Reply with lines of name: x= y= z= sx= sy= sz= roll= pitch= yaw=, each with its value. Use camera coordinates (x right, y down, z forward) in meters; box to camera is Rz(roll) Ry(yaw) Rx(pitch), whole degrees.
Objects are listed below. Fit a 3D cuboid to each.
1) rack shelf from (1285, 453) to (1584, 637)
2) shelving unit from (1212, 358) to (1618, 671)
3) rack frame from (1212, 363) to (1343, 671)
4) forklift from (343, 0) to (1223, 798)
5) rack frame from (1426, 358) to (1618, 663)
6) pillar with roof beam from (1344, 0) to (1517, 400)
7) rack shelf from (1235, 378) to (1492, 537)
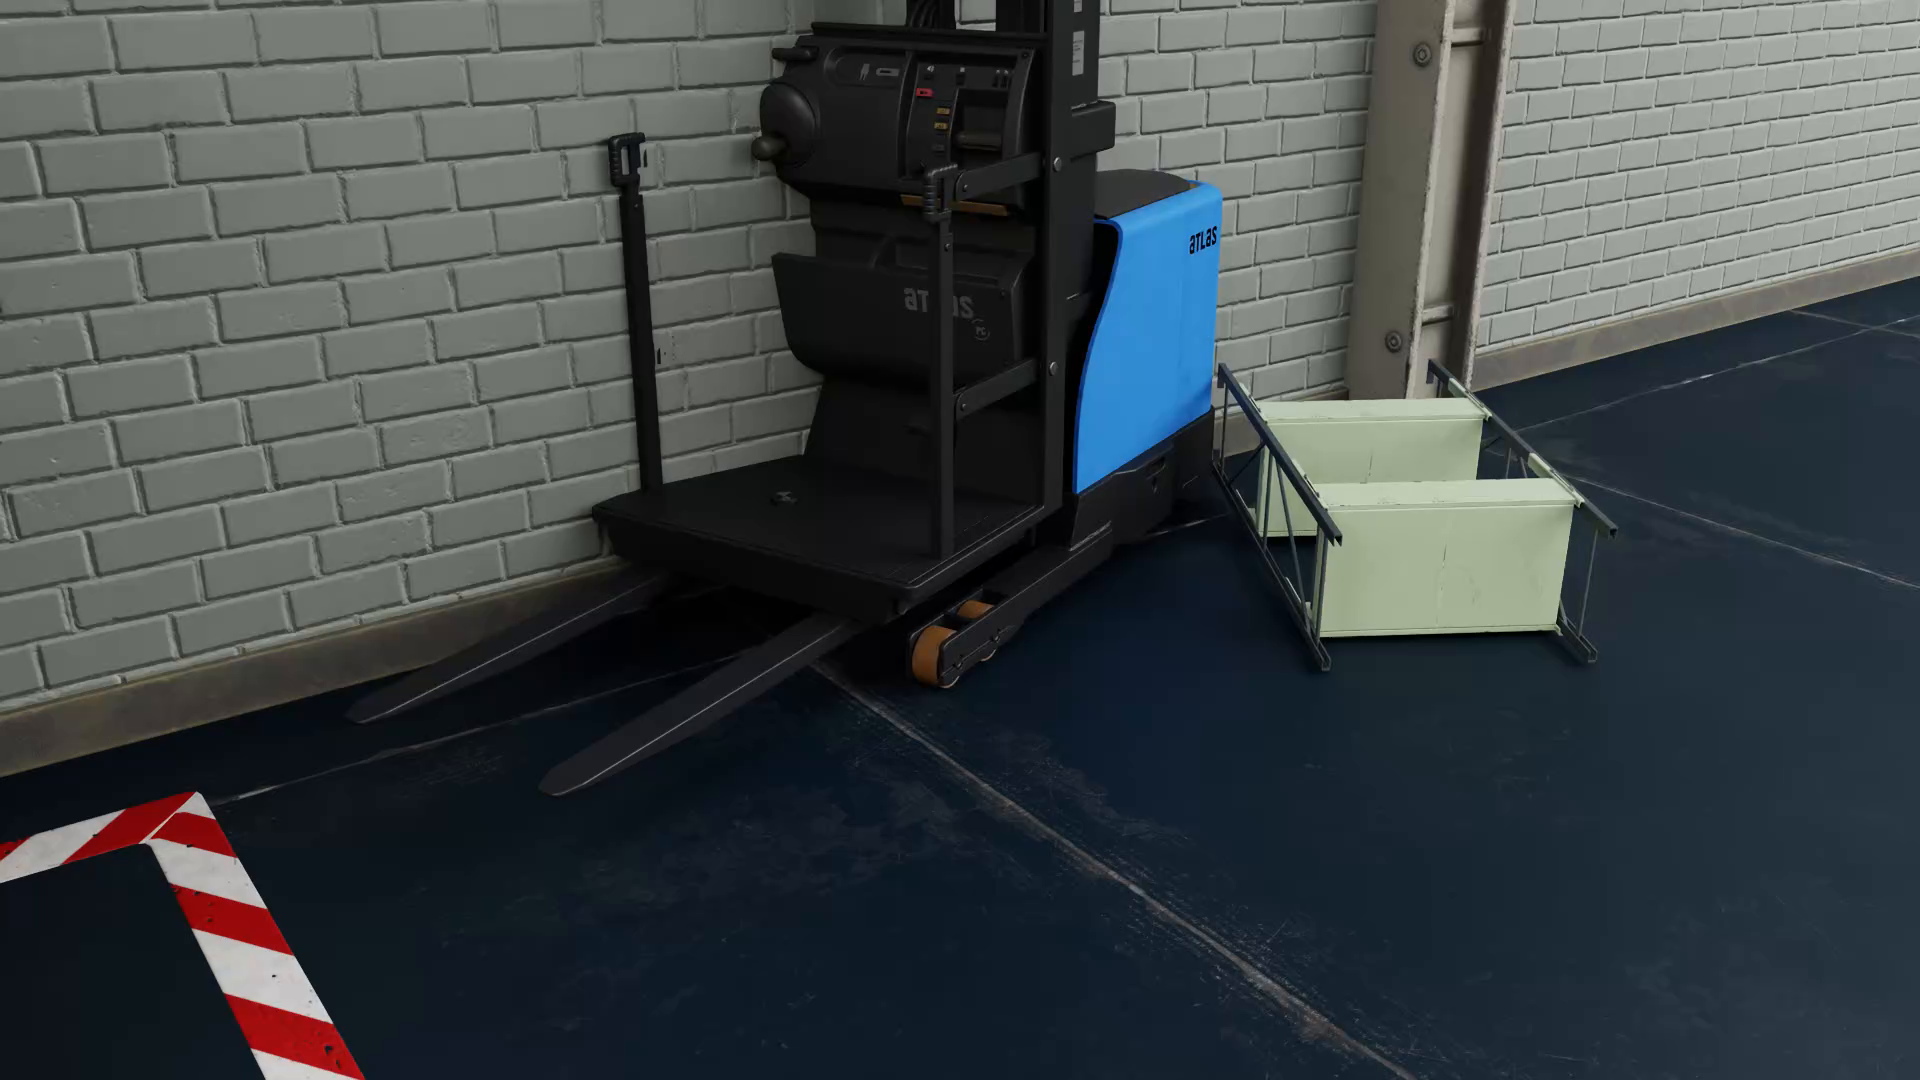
rack shelf: x=1.329 y=0.017 z=4.749 sx=0.720 sy=0.431 sz=0.370 roll=-2 pitch=23 yaw=-3
shelving unit: x=1.306 y=-0.137 z=5.107 sx=0.755 sy=0.431 sz=1.500 roll=-2 pitch=23 yaw=-3
rack frame: x=0.941 y=-0.127 z=5.088 sx=0.023 sy=0.400 sz=1.500 roll=-2 pitch=23 yaw=-3
forklift: x=-0.329 y=-1.163 z=4.357 sx=1.130 sy=2.935 sz=3.031 roll=13 pitch=25 yaw=29
rack frame: x=1.672 y=-0.146 z=5.126 sx=0.023 sy=0.400 sz=1.500 roll=-2 pitch=23 yaw=-3
pillar with roof beam: x=4.258 y=-3.340 z=1.624 sx=0.400 sy=9.000 sz=9.100 roll=-15 pitch=26 yaw=-33
rack shelf: x=1.288 y=-0.265 z=5.406 sx=0.720 sy=0.431 sz=0.370 roll=-2 pitch=23 yaw=-3
